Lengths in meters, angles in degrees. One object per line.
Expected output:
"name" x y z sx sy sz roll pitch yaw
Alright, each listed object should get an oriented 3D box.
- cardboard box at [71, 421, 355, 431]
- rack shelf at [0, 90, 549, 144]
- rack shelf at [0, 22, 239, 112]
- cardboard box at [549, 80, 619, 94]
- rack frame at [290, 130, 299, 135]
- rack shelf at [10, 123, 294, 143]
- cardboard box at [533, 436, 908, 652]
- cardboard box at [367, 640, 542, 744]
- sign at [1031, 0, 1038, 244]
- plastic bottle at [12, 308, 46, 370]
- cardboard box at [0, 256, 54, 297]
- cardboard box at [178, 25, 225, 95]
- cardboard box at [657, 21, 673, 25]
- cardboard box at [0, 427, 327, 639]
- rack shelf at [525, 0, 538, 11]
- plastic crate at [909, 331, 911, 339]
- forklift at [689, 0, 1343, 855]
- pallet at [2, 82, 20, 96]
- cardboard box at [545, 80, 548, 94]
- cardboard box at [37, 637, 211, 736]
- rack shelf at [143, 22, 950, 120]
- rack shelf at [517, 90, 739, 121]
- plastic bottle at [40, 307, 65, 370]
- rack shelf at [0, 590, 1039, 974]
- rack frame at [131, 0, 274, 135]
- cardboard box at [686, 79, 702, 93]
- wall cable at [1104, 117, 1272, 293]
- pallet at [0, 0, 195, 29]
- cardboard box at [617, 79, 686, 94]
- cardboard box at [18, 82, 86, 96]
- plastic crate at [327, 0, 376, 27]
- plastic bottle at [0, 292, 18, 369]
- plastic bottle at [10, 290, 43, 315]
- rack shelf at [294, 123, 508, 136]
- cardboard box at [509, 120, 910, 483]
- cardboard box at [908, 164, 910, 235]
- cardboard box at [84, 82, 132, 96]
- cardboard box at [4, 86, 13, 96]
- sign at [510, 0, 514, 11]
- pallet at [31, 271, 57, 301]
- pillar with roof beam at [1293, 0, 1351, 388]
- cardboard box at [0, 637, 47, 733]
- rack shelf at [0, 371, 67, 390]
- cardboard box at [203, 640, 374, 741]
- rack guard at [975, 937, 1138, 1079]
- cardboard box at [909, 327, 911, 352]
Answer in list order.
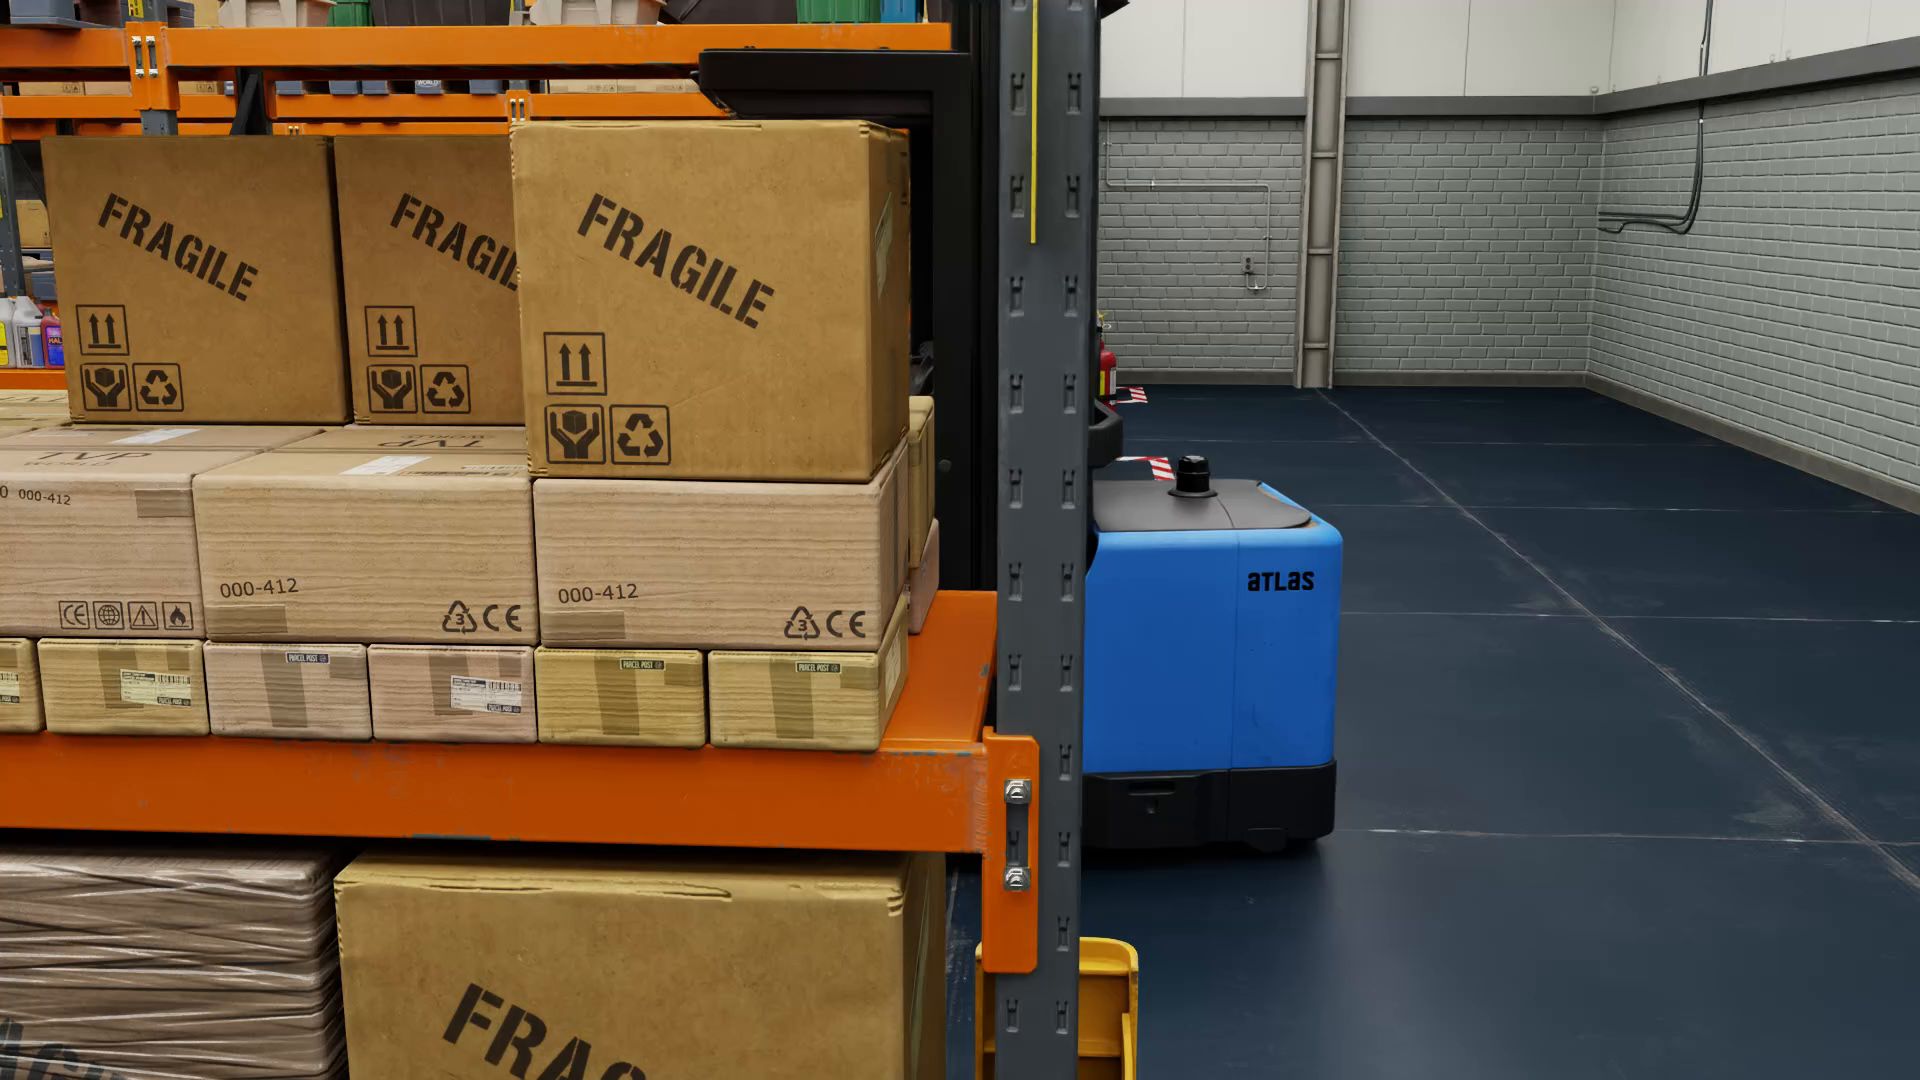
"cardboard box" -1.331 -0.134 3.225 0.500 0.250 0.500 0 12 2
"rack shelf" -5.171 -3.209 12.714 4.000 0.370 1.077 1 12 4
"rack shelf" -5.506 -2.197 7.877 4.000 0.370 1.077 1 12 4
"cardboard box" -2.707 -3.403 12.252 0.500 0.250 0.500 1 12 4
"rack frame" -6.840 -3.132 17.917 0.127 3.000 1.000 1 12 4
"rack shelf" -8.835 -4.276 17.814 4.000 0.370 1.077 1 12 4
"cardboard box" -0.352 -0.012 2.638 0.500 0.250 0.500 1 12 3
"cardboard box" -0.739 0.191 2.641 0.250 0.149 0.380 1 12 4
"sign" 0.099 -0.559 2.209 0.005 0.325 0.100 1 12 4
"plastic bottle" -4.290 -0.937 7.726 0.135 0.276 0.152 1 12 4
"cardboard box" -7.527 -2.091 13.154 0.500 0.311 0.500 2 12 7
"cardboard box" -5.702 -3.624 12.698 0.500 0.500 0.910 1 12 4
"cardboard box" -2.208 -3.641 12.169 0.500 0.250 0.500 1 12 4
"cardboard box" -1.366 -0.026 2.705 0.500 0.250 0.500 0 12 2
"rack shelf" -4.844 -5.494 17.286 4.000 0.370 1.077 1 12 4
"plastic crate" -0.345 -0.874 7.615 0.243 0.136 0.396 1 12 4
"forklift" -0.327 -0.487 5.437 3.031 2.935 1.130 -1 12 -5
"pallet" -7.850 -3.487 12.748 1.003 0.211 1.213 1 12 6
"cardboard box" -4.279 -4.839 17.431 0.500 0.500 0.700 1 12 3
"cardboard box" -1.247 0.184 2.674 0.250 0.149 0.380 1 12 2
"rack shelf" -1.515 -2.142 7.615 4.000 0.370 1.077 1 12 4
"rack shelf" -1.180 -3.154 12.453 4.000 0.370 1.077 1 12 4
"plastic bottle" -4.159 -0.930 7.672 0.133 0.283 0.061 1 12 4
"rack shelf" -1.846 0.338 3.085 4.000 0.370 1.077 1 12 4
"rack frame" -3.510 -1.054 7.980 0.127 3.000 1.000 1 12 4
"cardboard box" -1.710 -3.388 12.181 0.500 0.250 0.500 1 12 4
"wall cable" 2.483 -3.696 18.130 1.851 1.984 0.084 1 12 4
"pallet" -6.198 -1.587 10.504 5.144 3.011 6.198 1 12 4
"cardboard box" -2.208 -3.396 12.215 0.500 0.250 0.500 1 12 4
"cardboard box" -6.729 -3.638 12.766 0.500 0.500 0.910 1 12 4
"plastic crate" -3.068 -2.474 7.962 0.662 0.188 0.450 1 12 4
"plastic bottle" -4.449 -0.975 7.725 0.185 0.351 0.144 1 12 4
"plastic bottle" -4.440 -1.005 7.866 0.185 0.351 0.144 1 12 4
"rack shelf" -4.844 -4.221 17.552 4.000 0.370 1.077 1 12 4
"cardboard box" -0.354 -0.379 2.564 0.500 0.500 0.500 1 12 4
"cardboard box" -0.151 -2.506 12.235 0.500 0.500 0.500 1 12 5
"cardboard box" -6.220 -3.631 12.732 0.500 0.500 0.910 1 12 4
"cardboard box" -10.290 -4.886 17.704 0.500 0.500 0.500 3 12 12
"sign" -3.209 -3.866 11.874 0.005 0.325 0.100 1 12 4
"pallet" -6.486 -2.032 13.122 1.003 0.211 1.213 1 12 4
"pillar with roof beam" 3.607 -5.220 13.243 0.400 9.000 9.100 1 12 4
"cardboard box" -1.506 0.181 2.690 0.250 0.149 0.380 1 12 4
"rack shelf" -5.506 -0.729 8.184 4.000 0.370 1.077 1 12 4
"cardboard box" -0.988 0.188 2.658 0.250 0.149 0.380 1 12 5
"rack guard" 0.174 1.237 3.135 0.348 0.500 1.175 1 12 4
"cardboard box" -0.564 -2.008 17.619 0.500 0.500 0.700 0 12 2
